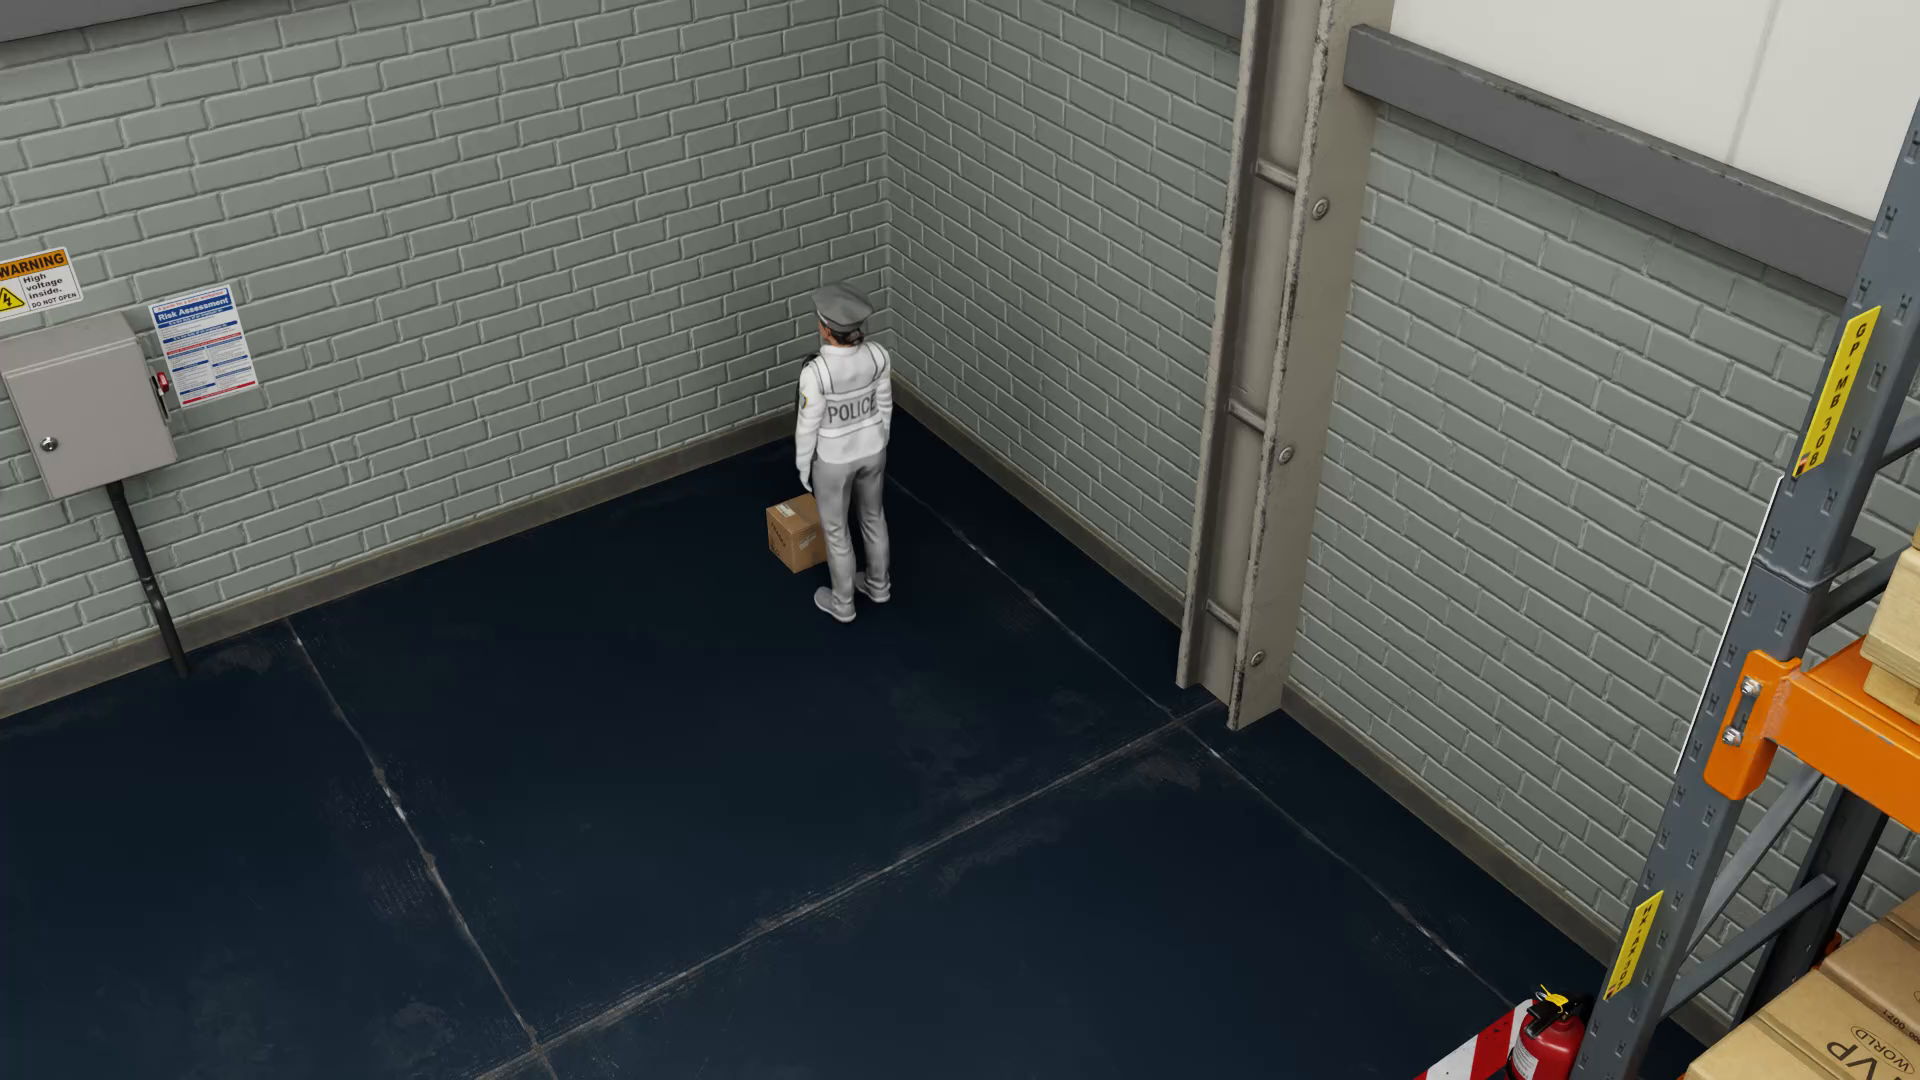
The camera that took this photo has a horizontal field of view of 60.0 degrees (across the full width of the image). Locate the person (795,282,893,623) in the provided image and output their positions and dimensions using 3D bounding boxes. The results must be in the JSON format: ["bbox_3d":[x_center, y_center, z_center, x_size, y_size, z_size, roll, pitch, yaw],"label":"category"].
[{"bbox_3d":[-0.528,-0.373,7.501,0.473,1.708,0.337,-22,42,-27],"label":"person"}]
